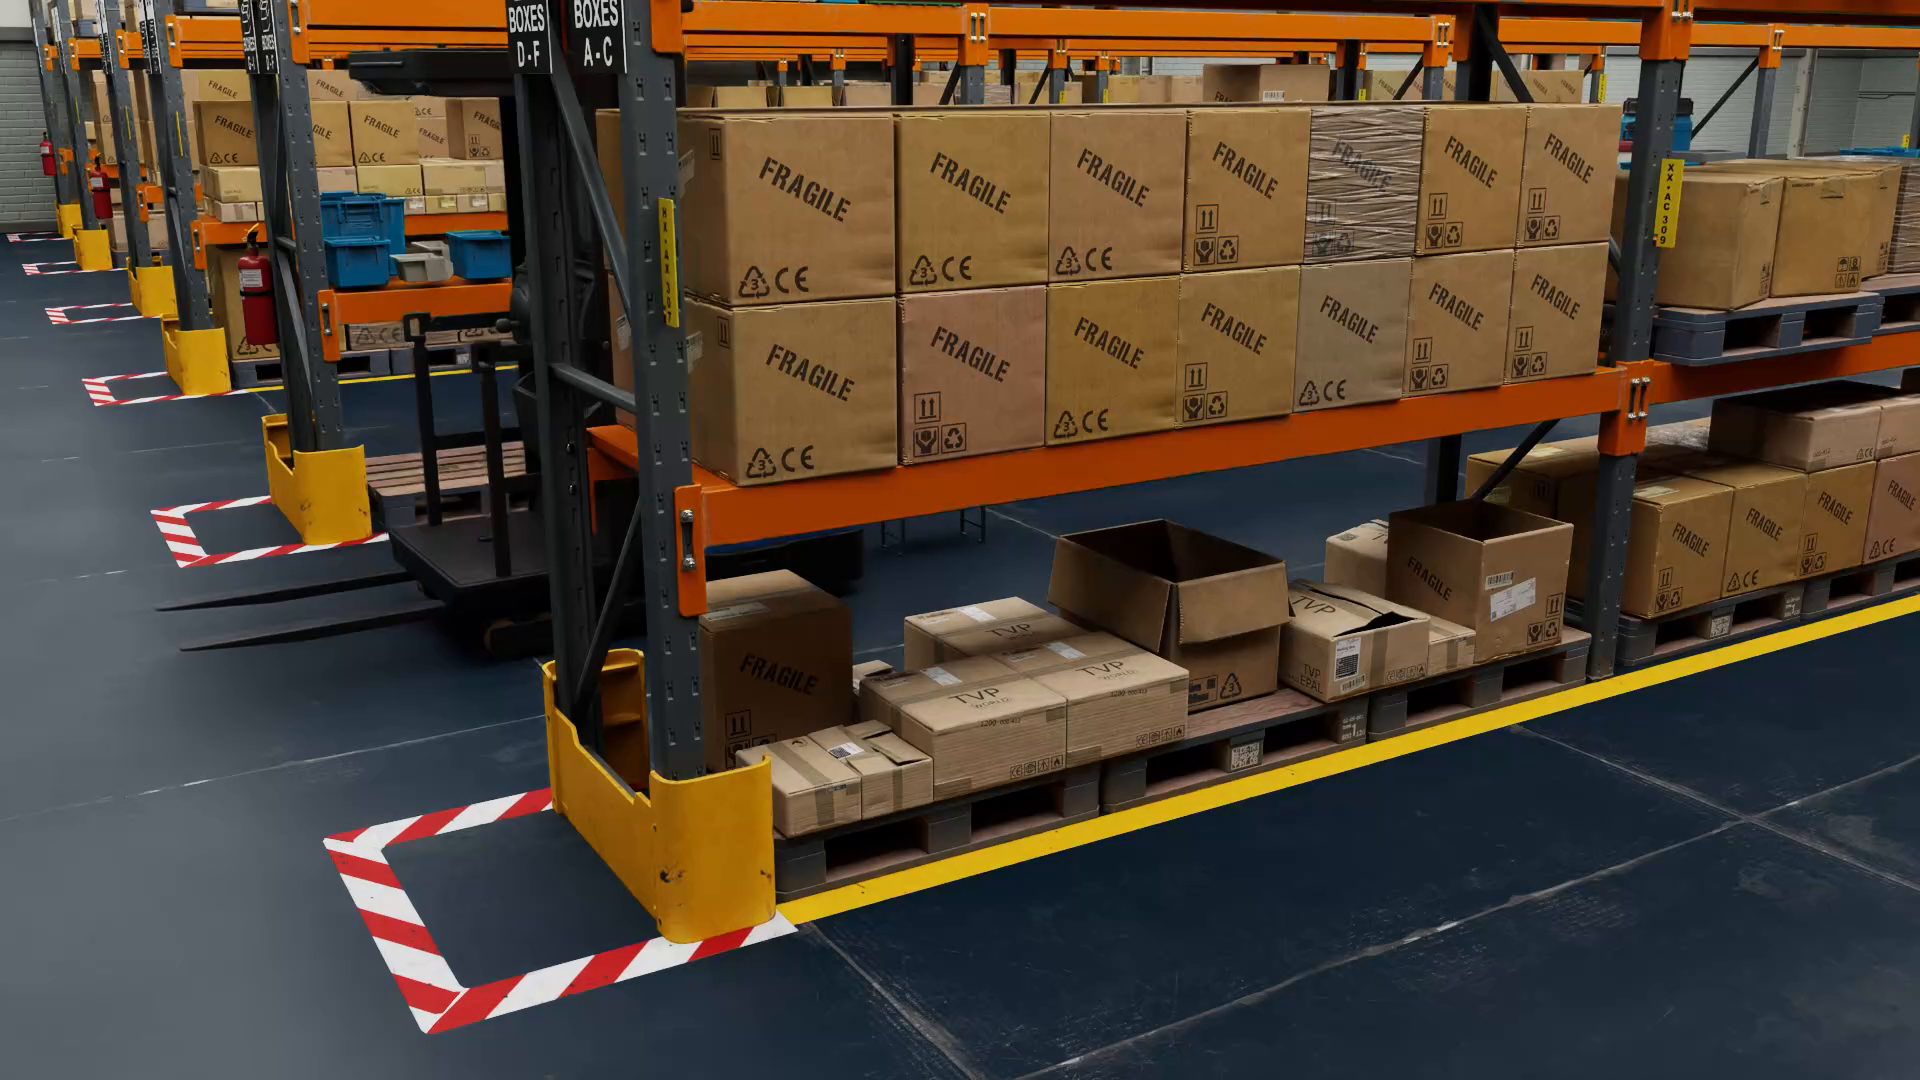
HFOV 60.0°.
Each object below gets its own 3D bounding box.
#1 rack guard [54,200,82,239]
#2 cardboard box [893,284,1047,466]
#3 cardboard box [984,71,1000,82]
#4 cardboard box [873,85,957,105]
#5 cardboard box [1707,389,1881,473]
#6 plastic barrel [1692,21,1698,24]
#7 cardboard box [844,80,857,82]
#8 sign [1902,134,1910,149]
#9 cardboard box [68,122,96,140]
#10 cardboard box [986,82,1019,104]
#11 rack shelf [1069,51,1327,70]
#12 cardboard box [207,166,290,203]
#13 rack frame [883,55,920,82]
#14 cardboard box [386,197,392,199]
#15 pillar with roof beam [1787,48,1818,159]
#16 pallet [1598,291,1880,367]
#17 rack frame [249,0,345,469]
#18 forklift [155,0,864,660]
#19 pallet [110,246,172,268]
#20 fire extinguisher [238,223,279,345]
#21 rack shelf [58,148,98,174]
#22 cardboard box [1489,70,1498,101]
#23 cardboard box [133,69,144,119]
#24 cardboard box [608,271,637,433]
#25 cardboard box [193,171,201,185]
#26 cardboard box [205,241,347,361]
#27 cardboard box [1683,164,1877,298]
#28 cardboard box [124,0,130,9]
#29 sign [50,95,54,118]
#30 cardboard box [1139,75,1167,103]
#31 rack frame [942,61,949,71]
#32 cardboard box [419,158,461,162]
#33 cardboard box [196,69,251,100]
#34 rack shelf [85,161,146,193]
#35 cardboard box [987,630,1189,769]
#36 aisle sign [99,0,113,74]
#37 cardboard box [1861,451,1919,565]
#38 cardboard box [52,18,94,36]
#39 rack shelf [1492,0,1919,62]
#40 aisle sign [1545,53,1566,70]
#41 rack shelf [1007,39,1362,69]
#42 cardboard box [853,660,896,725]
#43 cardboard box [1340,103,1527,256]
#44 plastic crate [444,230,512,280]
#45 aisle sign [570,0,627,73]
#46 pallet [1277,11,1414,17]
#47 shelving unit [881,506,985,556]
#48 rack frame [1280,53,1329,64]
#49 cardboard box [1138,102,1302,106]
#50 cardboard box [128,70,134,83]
[{"bbox_3d":[-13.733,-4.967,25.701,0.348,0.500,1.175,-9,18,-30],"label":"rack guard"},{"bbox_3d":[-0.080,-0.548,5.123,0.500,0.500,0.500,-9,18,-30],"label":"cardboard box"},{"bbox_3d":[0.430,-7.493,27.495,0.500,0.500,0.700,-10,18,-31],"label":"cardboard box"},{"bbox_3d":[-0.472,-4.174,16.200,0.637,0.503,0.797,-9,18,-28],"label":"cardboard box"},{"bbox_3d":[3.790,-0.502,7.569,0.500,0.250,0.500,-9,18,-30],"label":"cardboard box"},{"bbox_3d":[5.818,-4.715,13.686,0.600,0.901,0.600,0,16,0],"label":"plastic barrel"},{"bbox_3d":[-1.816,-7.171,26.216,0.250,0.149,0.380,-10,18,-31],"label":"cardboard box"},{"bbox_3d":[9.852,-4.058,17.317,0.005,0.325,0.100,-9,18,-30],"label":"sign"},{"bbox_3d":[-13.270,-6.231,25.309,0.500,0.250,0.500,-9,18,-29],"label":"cardboard box"},{"bbox_3d":[0.388,-5.866,22.240,0.500,0.500,0.700,-9,18,-29],"label":"cardboard box"},{"bbox_3d":[3.398,-6.925,23.831,4.000,0.370,1.077,-9,18,-30],"label":"rack shelf"},{"bbox_3d":[-5.584,-2.794,13.047,0.500,0.250,0.500,-10,18,-31],"label":"cardboard box"},{"bbox_3d":[-0.952,-6.680,27.182,0.127,3.000,1.000,-9,18,-30],"label":"rack frame"},{"bbox_3d":[-4.781,-2.714,13.501,0.250,0.149,0.380,-10,18,-31],"label":"cardboard box"},{"bbox_3d":[26.789,-14.558,44.173,0.400,9.000,9.100,-9,18,-30],"label":"pillar with roof beam"},{"bbox_3d":[3.134,-0.976,7.189,1.213,0.211,1.003,-9,18,-30],"label":"pallet"},{"bbox_3d":[-3.584,-1.573,8.964,0.127,3.000,1.000,-9,18,-30],"label":"rack frame"},{"bbox_3d":[-1.978,-1.063,7.271,3.031,2.935,1.130,-10,19,-32],"label":"forklift"},{"bbox_3d":[-10.593,-3.798,22.069,1.213,0.211,1.003,-9,18,-30],"label":"pallet"},{"bbox_3d":[-3.947,-1.440,9.325,0.183,0.674,0.296,-9,18,-30],"label":"fire extinguisher"},{"bbox_3d":[-12.083,-6.091,26.415,4.000,0.370,1.077,-9,18,-30],"label":"rack shelf"},{"bbox_3d":[5.948,-5.275,19.581,0.500,0.500,0.500,-9,18,-30],"label":"cardboard box"},{"bbox_3d":[-8.338,-4.675,17.440,0.500,0.500,0.500,-10,18,-31],"label":"cardboard box"},{"bbox_3d":[-0.792,-0.600,5.307,0.500,0.500,0.500,-9,18,-28],"label":"cardboard box"},{"bbox_3d":[-7.959,-3.774,17.280,0.250,0.149,0.380,-8,18,-28],"label":"cardboard box"},{"bbox_3d":[-5.627,-2.006,13.665,0.875,0.875,0.875,-9,18,-30],"label":"cardboard box"},{"bbox_3d":[3.471,-1.357,7.231,0.500,0.500,0.700,-6,17,-21],"label":"cardboard box"},{"bbox_3d":[-8.339,-5.616,17.182,0.500,0.250,0.500,-10,18,-31],"label":"cardboard box"},{"bbox_3d":[-13.518,-6.451,24.762,0.005,0.325,0.100,-9,18,-30],"label":"sign"},{"bbox_3d":[2.429,-6.287,23.504,0.550,0.550,0.875,-9,18,-30],"label":"cardboard box"},{"bbox_3d":[-0.083,-8.384,33.261,0.127,3.000,1.000,-9,18,-30],"label":"rack frame"},{"bbox_3d":[-4.540,-3.133,14.257,0.500,0.250,0.500,-9,18,-30],"label":"cardboard box"},{"bbox_3d":[-7.652,-4.626,17.266,0.500,0.500,0.500,-9,18,-28],"label":"cardboard box"},{"bbox_3d":[-9.524,-4.943,22.320,4.000,0.370,1.077,-9,18,-30],"label":"rack shelf"},{"bbox_3d":[0.433,0.537,5.717,0.500,0.250,0.500,-9,18,-30],"label":"cardboard box"},{"bbox_3d":[-8.511,-5.053,16.561,0.004,0.787,0.394,-9,18,-30],"label":"aisle sign"},{"bbox_3d":[4.250,-0.216,7.940,0.500,0.500,0.500,-10,19,-32],"label":"cardboard box"},{"bbox_3d":[-13.277,-7.673,24.896,0.500,0.250,0.500,-9,18,-30],"label":"cardboard box"},{"bbox_3d":[4.107,-2.358,7.541,4.000,0.370,1.077,-9,18,-30],"label":"rack shelf"},{"bbox_3d":[7.479,-6.273,20.914,0.004,0.787,0.394,-9,18,-30],"label":"aisle sign"},{"bbox_3d":[2.437,-5.207,17.703,4.000,0.370,1.077,-9,18,-30],"label":"rack shelf"},{"bbox_3d":[-0.303,0.558,5.796,0.250,0.166,0.380,-9,18,-30],"label":"cardboard box"},{"bbox_3d":[1.655,-1.310,5.988,0.500,0.500,0.500,-10,18,-31],"label":"cardboard box"},{"bbox_3d":[-2.638,-1.571,9.156,0.300,0.233,0.416,-9,18,-30],"label":"plastic crate"},{"bbox_3d":[-0.943,-1.601,4.247,0.004,0.787,0.394,-9,18,-30],"label":"aisle sign"},{"bbox_3d":[2.568,-3.955,12.253,1.213,0.211,1.003,-9,18,-30],"label":"pallet"},{"bbox_3d":[-0.142,-0.555,8.666,0.503,1.200,0.258,-9,18,-30],"label":"shelving unit"},{"bbox_3d":[5.113,-6.105,25.130,0.127,3.000,1.000,-9,18,-30],"label":"rack frame"},{"bbox_3d":[0.961,-1.368,6.197,0.500,0.500,0.500,-10,18,-31],"label":"cardboard box"},{"bbox_3d":[-10.603,-5.892,21.132,0.250,0.149,0.380,-9,18,-28],"label":"cardboard box"}]
